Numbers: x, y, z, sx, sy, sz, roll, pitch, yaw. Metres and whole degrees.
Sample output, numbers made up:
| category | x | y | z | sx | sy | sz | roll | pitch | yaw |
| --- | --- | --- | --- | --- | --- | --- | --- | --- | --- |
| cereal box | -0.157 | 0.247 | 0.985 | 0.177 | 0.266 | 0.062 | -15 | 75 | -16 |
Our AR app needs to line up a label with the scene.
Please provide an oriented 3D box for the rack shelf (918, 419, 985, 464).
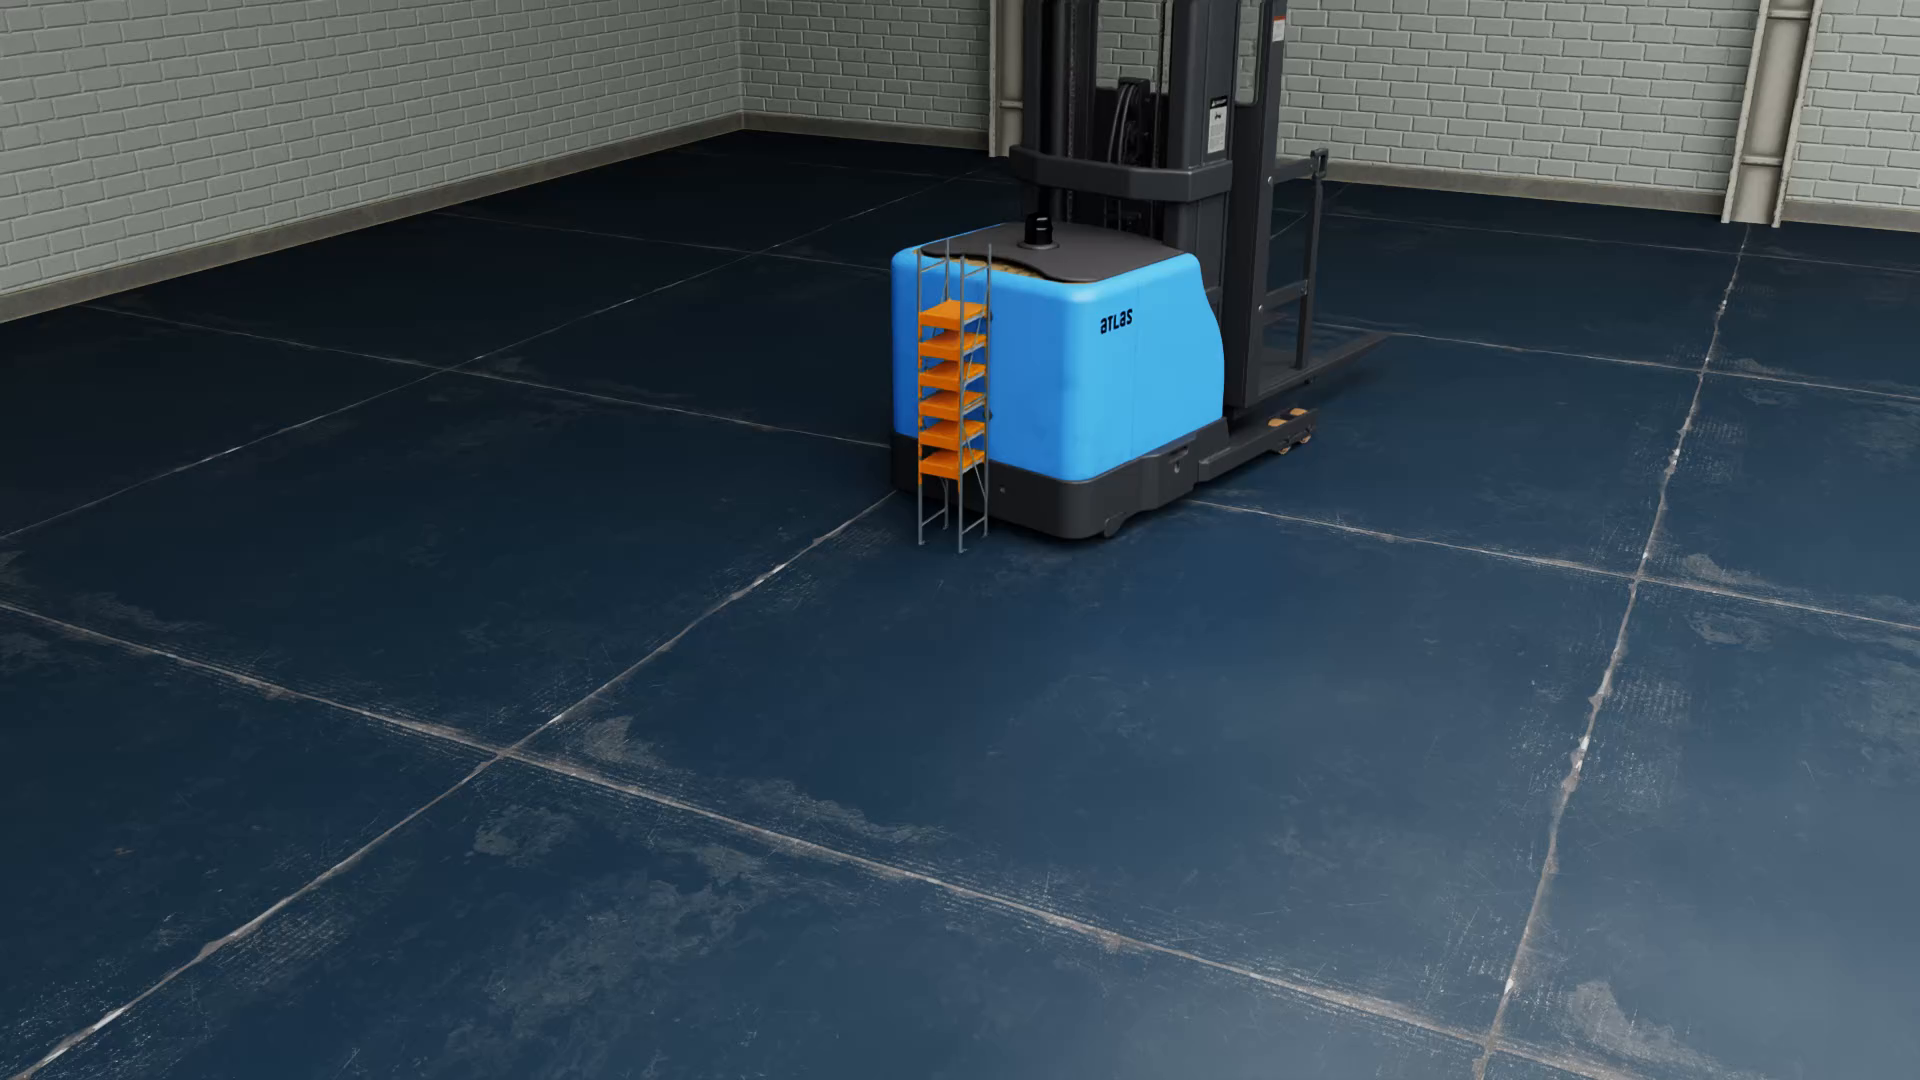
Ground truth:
| category | x | y | z | sx | sy | sz | roll | pitch | yaw |
| --- | --- | --- | --- | --- | --- | --- | --- | --- | --- |
| rack shelf | -0.025 | -0.401 | 6.577 | 0.180 | 0.103 | 0.258 | 12 | 25 | 26 |

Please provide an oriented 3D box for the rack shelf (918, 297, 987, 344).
| category | x | y | z | sx | sy | sz | roll | pitch | yaw |
| --- | --- | --- | --- | --- | --- | --- | --- | --- | --- |
| rack shelf | -0.021 | -0.844 | 6.391 | 0.180 | 0.103 | 0.258 | 12 | 25 | 26 |

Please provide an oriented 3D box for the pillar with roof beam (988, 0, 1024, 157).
| category | x | y | z | sx | sy | sz | roll | pitch | yaw |
| --- | --- | --- | --- | --- | --- | --- | --- | --- | --- |
| pillar with roof beam | -1.446 | -6.057 | 9.495 | 0.400 | 9.000 | 9.100 | 11 | 25 | 25 |

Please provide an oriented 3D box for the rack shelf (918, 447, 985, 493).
| category | x | y | z | sx | sy | sz | roll | pitch | yaw |
| --- | --- | --- | --- | --- | --- | --- | --- | --- | --- |
| rack shelf | -0.026 | -0.291 | 6.623 | 0.180 | 0.103 | 0.258 | 12 | 25 | 26 |

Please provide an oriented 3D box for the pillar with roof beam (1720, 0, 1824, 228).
| category | x | y | z | sx | sy | sz | roll | pitch | yaw |
| --- | --- | --- | --- | --- | --- | --- | --- | --- | --- |
| pillar with roof beam | 3.908 | -4.998 | 7.004 | 0.400 | 9.000 | 9.100 | 11 | 25 | 25 |

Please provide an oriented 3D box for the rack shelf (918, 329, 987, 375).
| category | x | y | z | sx | sy | sz | roll | pitch | yaw |
| --- | --- | --- | --- | --- | --- | --- | --- | --- | --- |
| rack shelf | -0.022 | -0.733 | 6.437 | 0.180 | 0.103 | 0.258 | 12 | 25 | 26 |

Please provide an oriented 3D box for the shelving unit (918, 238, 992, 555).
| category | x | y | z | sx | sy | sz | roll | pitch | yaw |
| --- | --- | --- | --- | --- | --- | --- | --- | --- | --- |
| shelving unit | -0.024 | -0.553 | 6.513 | 0.189 | 1.200 | 0.258 | 12 | 25 | 26 |

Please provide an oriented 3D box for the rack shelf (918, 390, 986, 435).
| category | x | y | z | sx | sy | sz | roll | pitch | yaw |
| --- | --- | --- | --- | --- | --- | --- | --- | --- | --- |
| rack shelf | -0.024 | -0.512 | 6.530 | 0.180 | 0.103 | 0.258 | 12 | 25 | 26 |

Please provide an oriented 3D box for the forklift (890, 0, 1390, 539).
| category | x | y | z | sx | sy | sz | roll | pitch | yaw |
| --- | --- | --- | --- | --- | --- | --- | --- | --- | --- |
| forklift | 1.032 | -1.855 | 7.368 | 1.130 | 2.935 | 3.031 | 18 | 29 | 36 |

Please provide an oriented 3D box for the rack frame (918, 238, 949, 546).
| category | x | y | z | sx | sy | sz | roll | pitch | yaw |
| --- | --- | --- | --- | --- | --- | --- | --- | --- | --- |
| rack frame | -0.104 | -0.570 | 6.553 | 0.006 | 1.200 | 0.240 | 12 | 25 | 26 |

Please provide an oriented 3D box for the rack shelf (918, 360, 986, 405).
| category | x | y | z | sx | sy | sz | roll | pitch | yaw |
| --- | --- | --- | --- | --- | --- | --- | --- | --- | --- |
| rack shelf | -0.023 | -0.622 | 6.484 | 0.180 | 0.103 | 0.258 | 12 | 25 | 26 |

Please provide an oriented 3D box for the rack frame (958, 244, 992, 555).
| category | x | y | z | sx | sy | sz | roll | pitch | yaw |
| --- | --- | --- | --- | --- | --- | --- | --- | --- | --- |
| rack frame | 0.057 | -0.535 | 6.473 | 0.006 | 1.200 | 0.240 | 12 | 25 | 26 |
